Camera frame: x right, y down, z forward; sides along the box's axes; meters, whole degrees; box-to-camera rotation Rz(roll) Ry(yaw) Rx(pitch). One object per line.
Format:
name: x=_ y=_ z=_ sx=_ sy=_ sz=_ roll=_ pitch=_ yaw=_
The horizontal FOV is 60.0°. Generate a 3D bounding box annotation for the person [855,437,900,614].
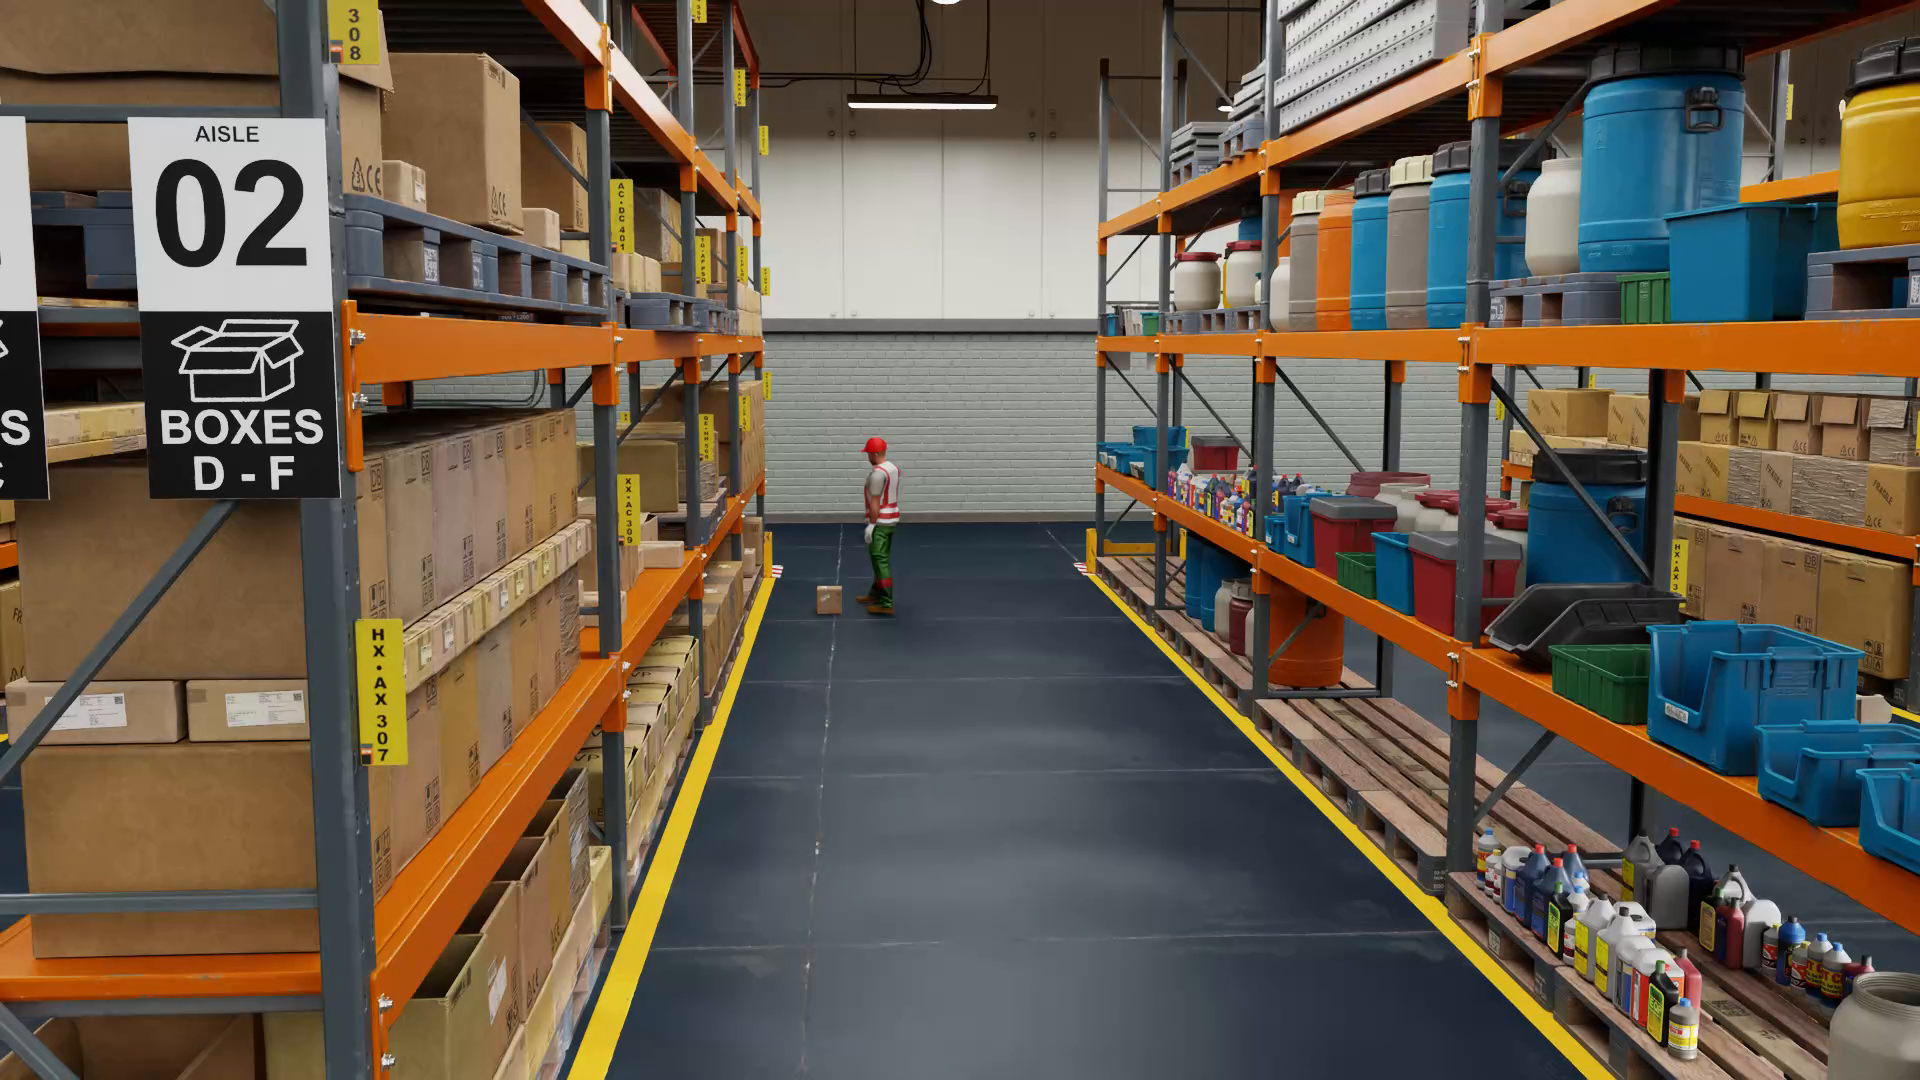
person: x=-0.896 y=-0.167 z=16.994 sx=0.608 sy=1.777 sz=0.606 roll=3 pitch=7 yaw=21
